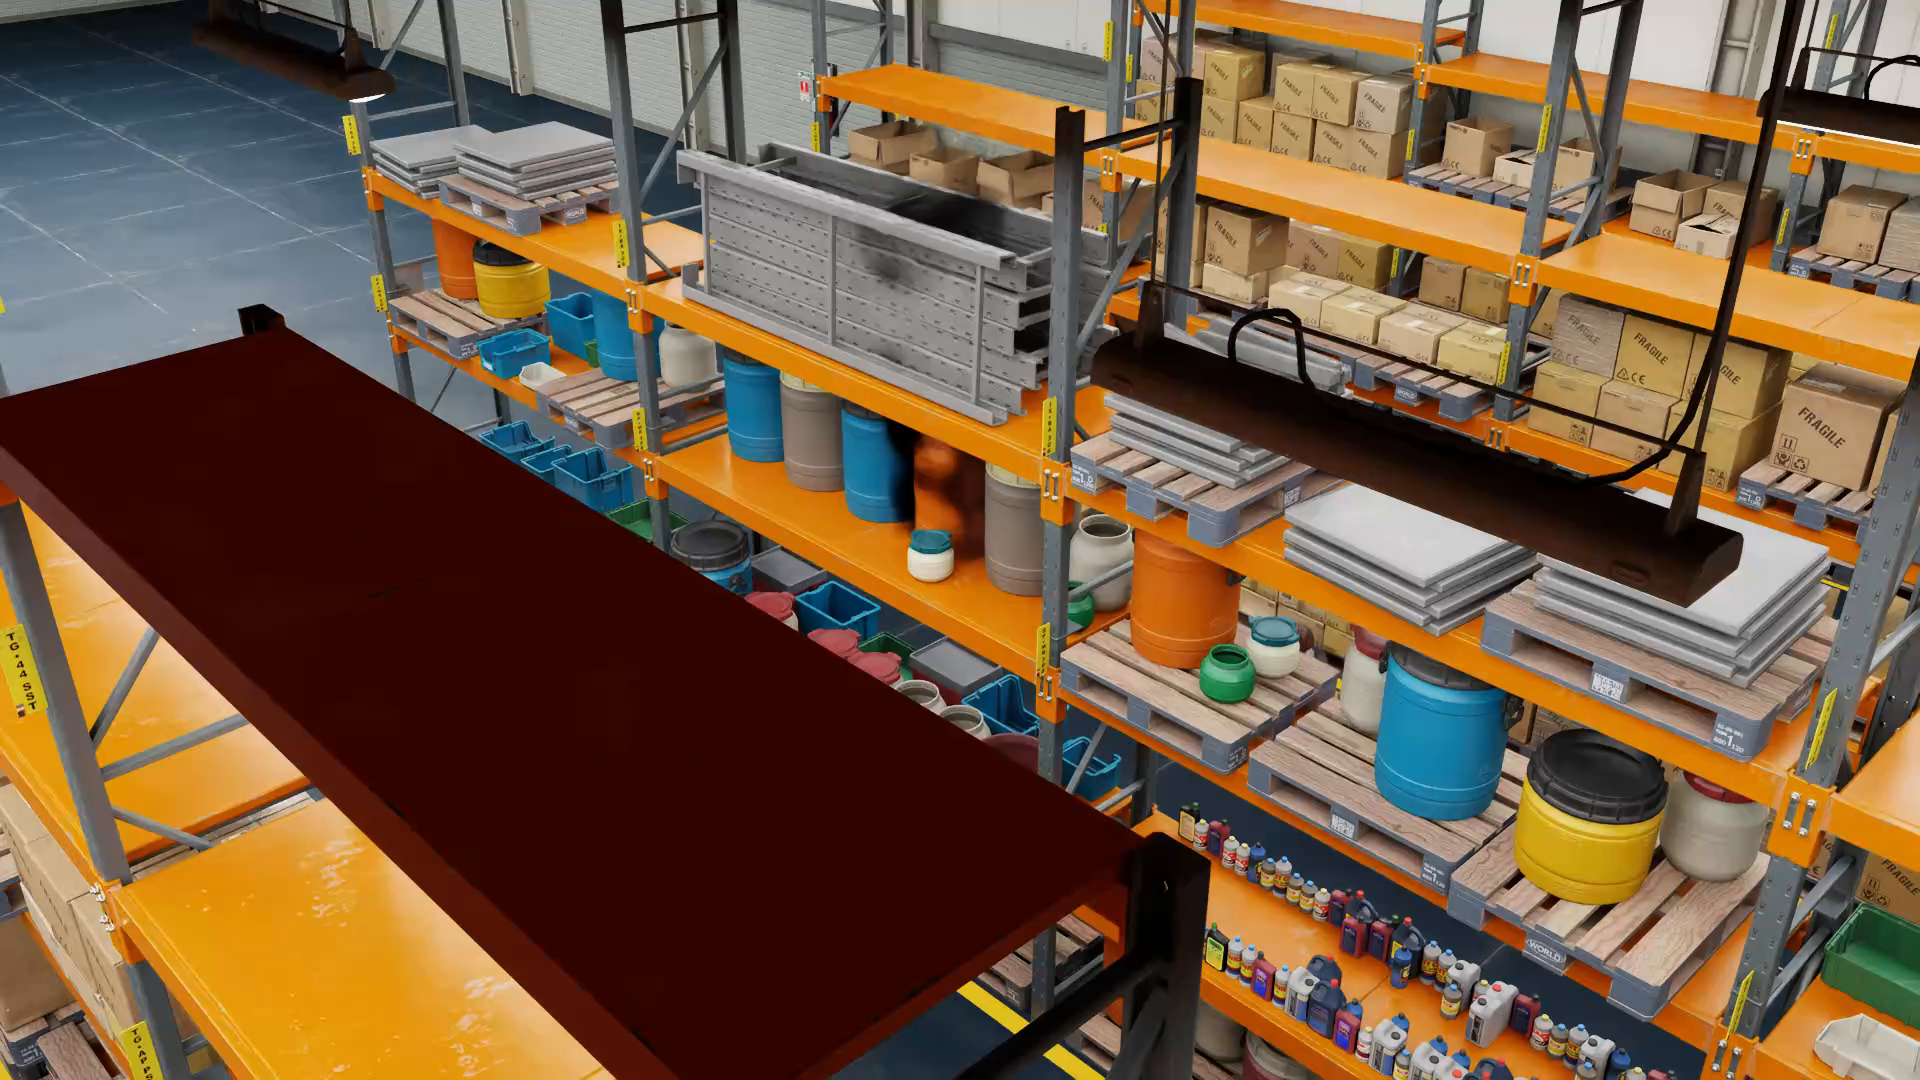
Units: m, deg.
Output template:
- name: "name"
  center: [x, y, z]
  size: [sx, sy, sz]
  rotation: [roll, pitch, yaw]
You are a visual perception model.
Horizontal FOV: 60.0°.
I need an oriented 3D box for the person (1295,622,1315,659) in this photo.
- name: "person"
  center: [2.350, 1.280, 12.210]
  size: [0.550, 1.581, 0.518]
  rotation: [19, 34, 32]
